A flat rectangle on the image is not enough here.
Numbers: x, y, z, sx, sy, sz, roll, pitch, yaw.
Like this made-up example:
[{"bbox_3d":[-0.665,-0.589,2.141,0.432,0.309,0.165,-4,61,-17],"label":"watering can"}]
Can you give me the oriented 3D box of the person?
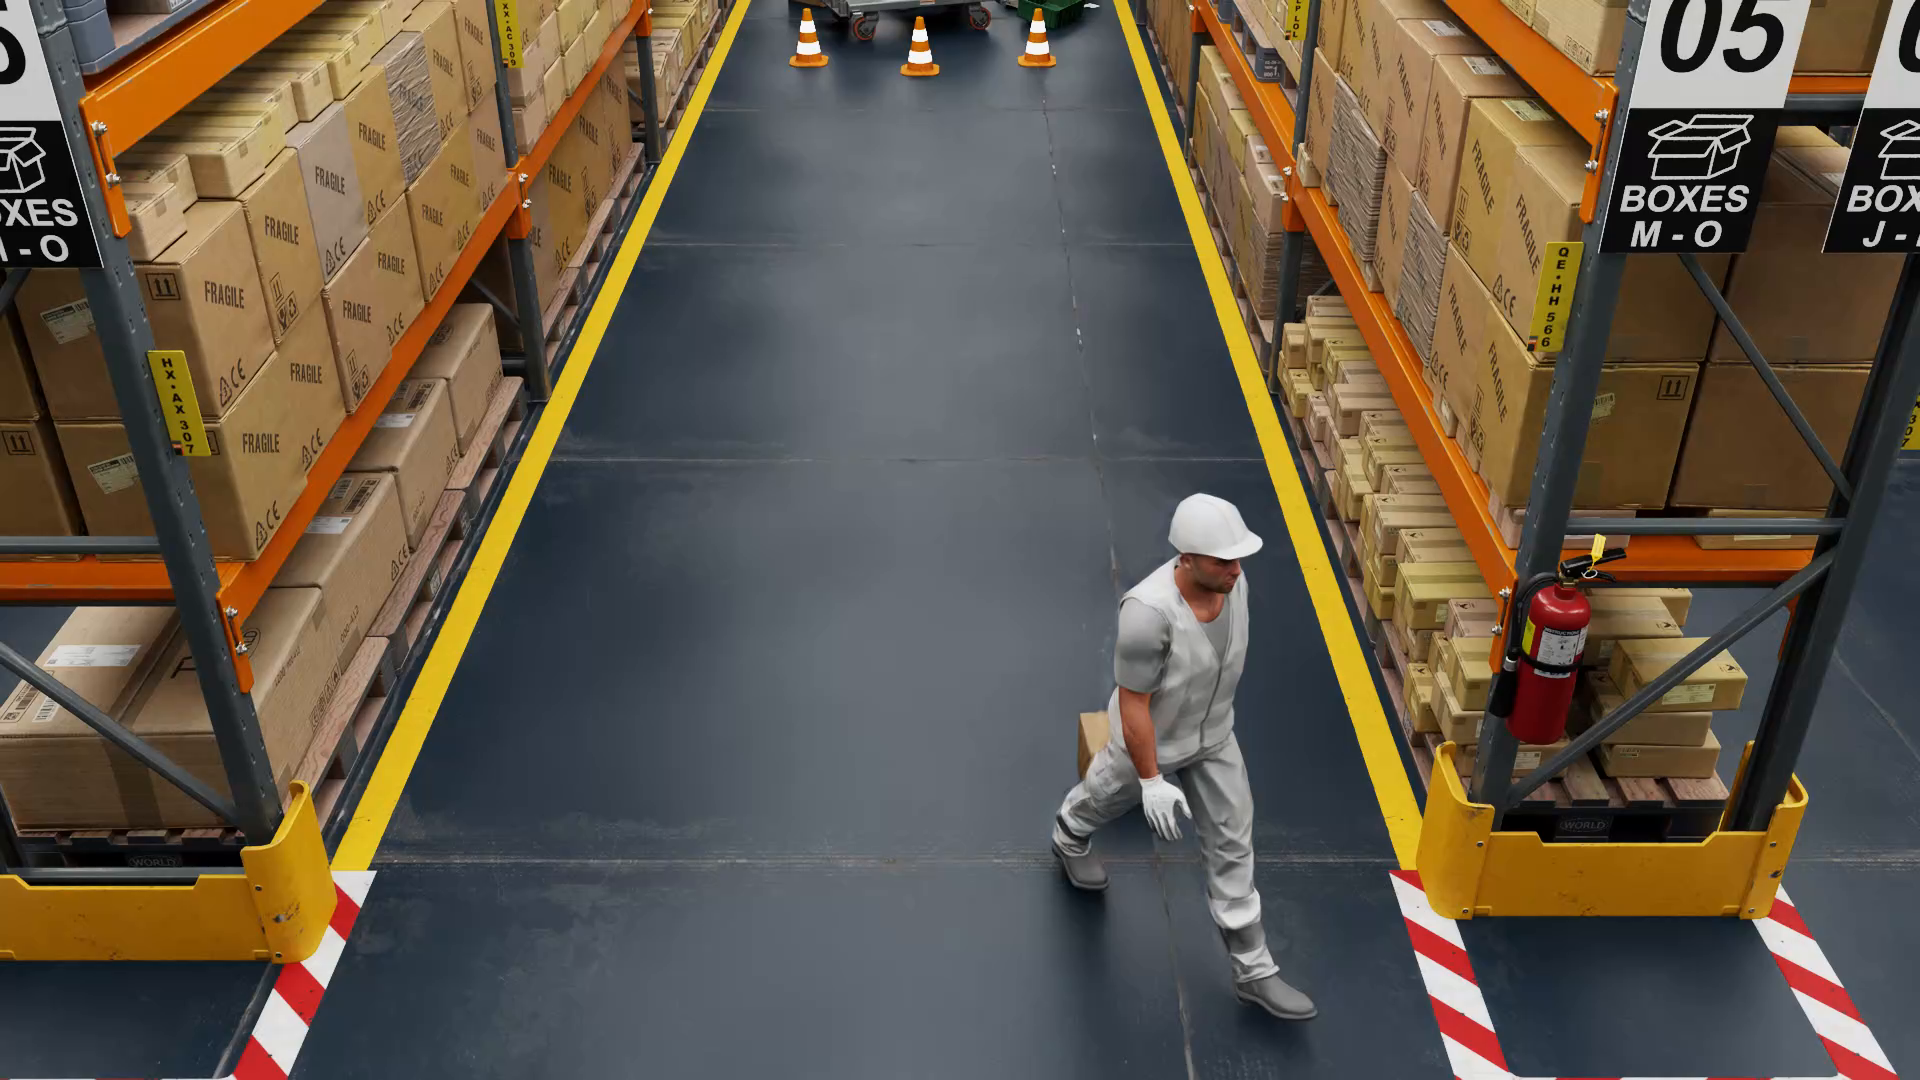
[{"bbox_3d":[0.689,0.612,5.100,0.541,1.713,1.146,-18,36,-27],"label":"person"}]
